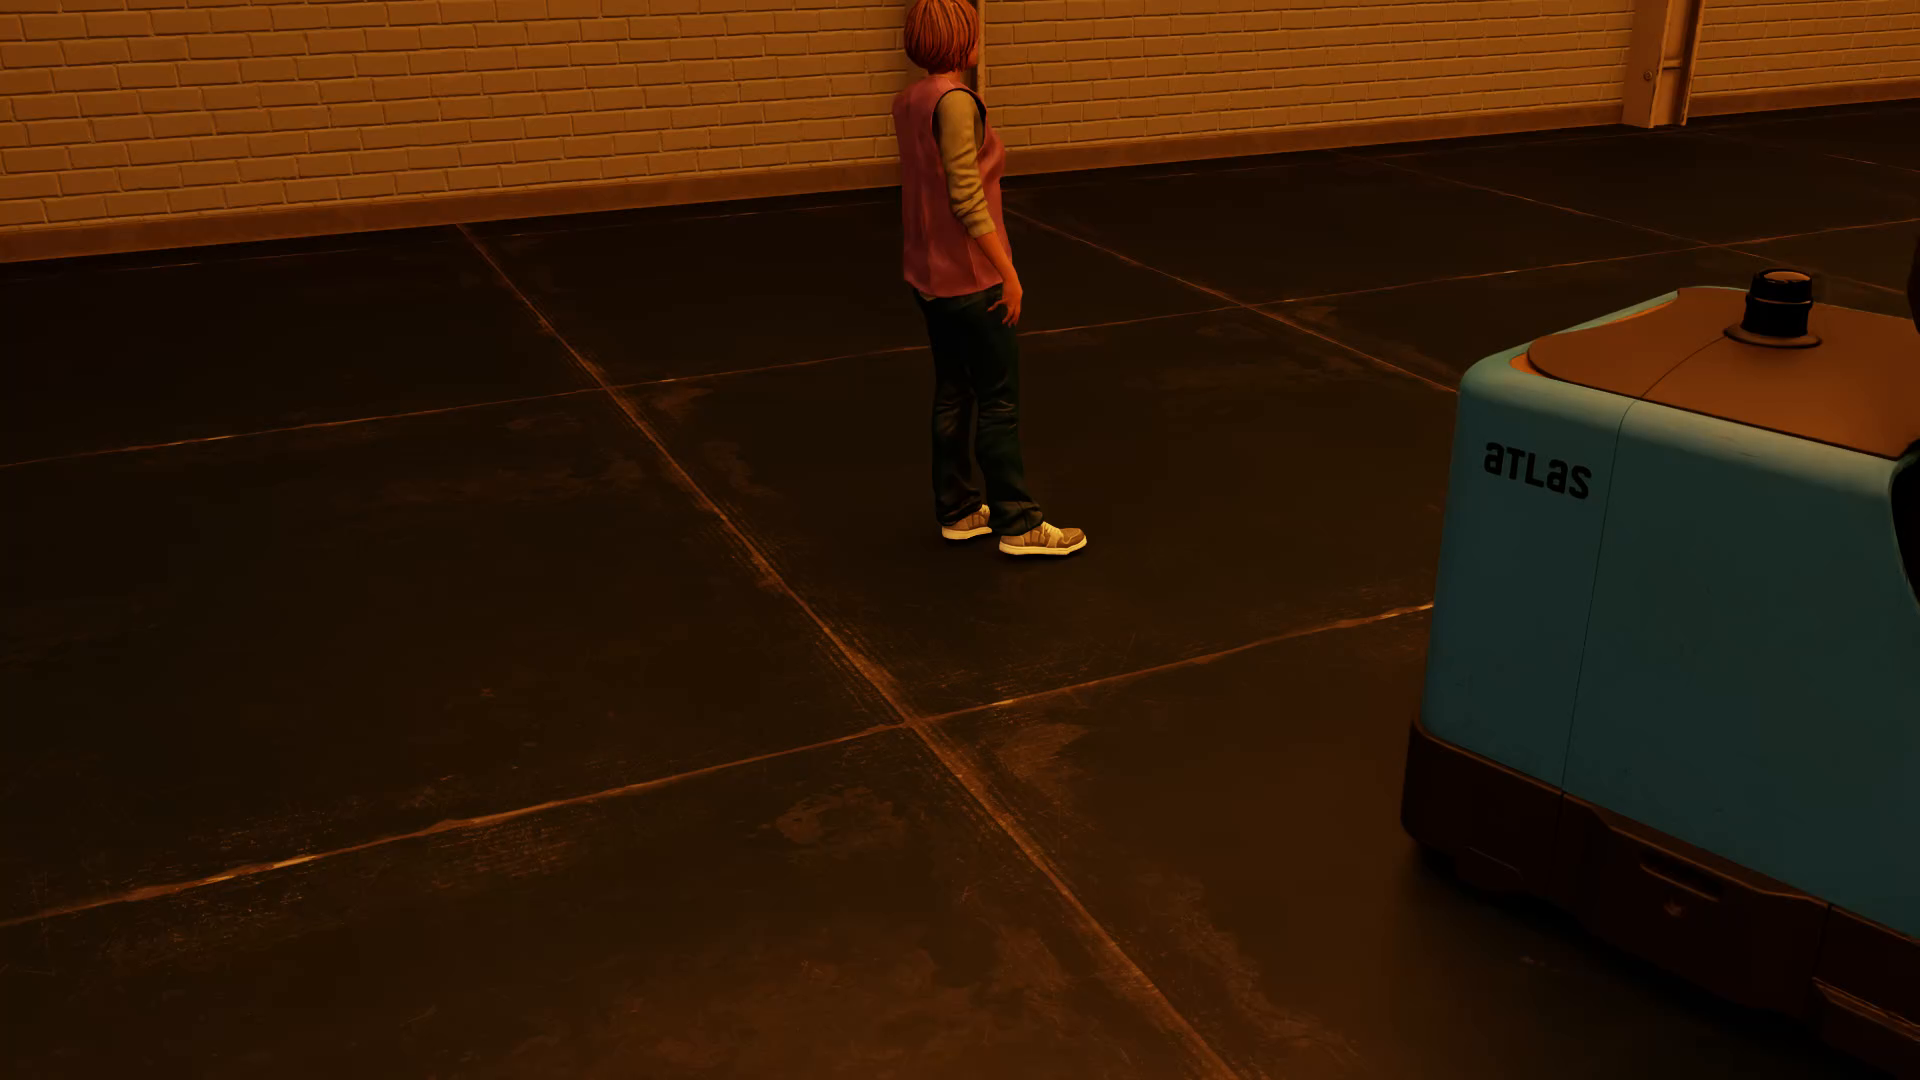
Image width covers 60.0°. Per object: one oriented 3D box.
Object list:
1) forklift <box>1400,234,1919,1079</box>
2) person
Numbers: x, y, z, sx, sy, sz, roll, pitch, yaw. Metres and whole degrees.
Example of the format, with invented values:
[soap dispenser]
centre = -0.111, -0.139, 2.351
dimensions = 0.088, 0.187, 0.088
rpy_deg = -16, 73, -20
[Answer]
[forklift]
centre = 2.289, -0.400, 2.248
dimensions = 1.130, 2.935, 3.031
rpy_deg = -19, 29, -38
[person]
centre = 0.074, -0.752, 4.815
dimensions = 0.473, 1.599, 0.520
rpy_deg = -10, 25, -23
